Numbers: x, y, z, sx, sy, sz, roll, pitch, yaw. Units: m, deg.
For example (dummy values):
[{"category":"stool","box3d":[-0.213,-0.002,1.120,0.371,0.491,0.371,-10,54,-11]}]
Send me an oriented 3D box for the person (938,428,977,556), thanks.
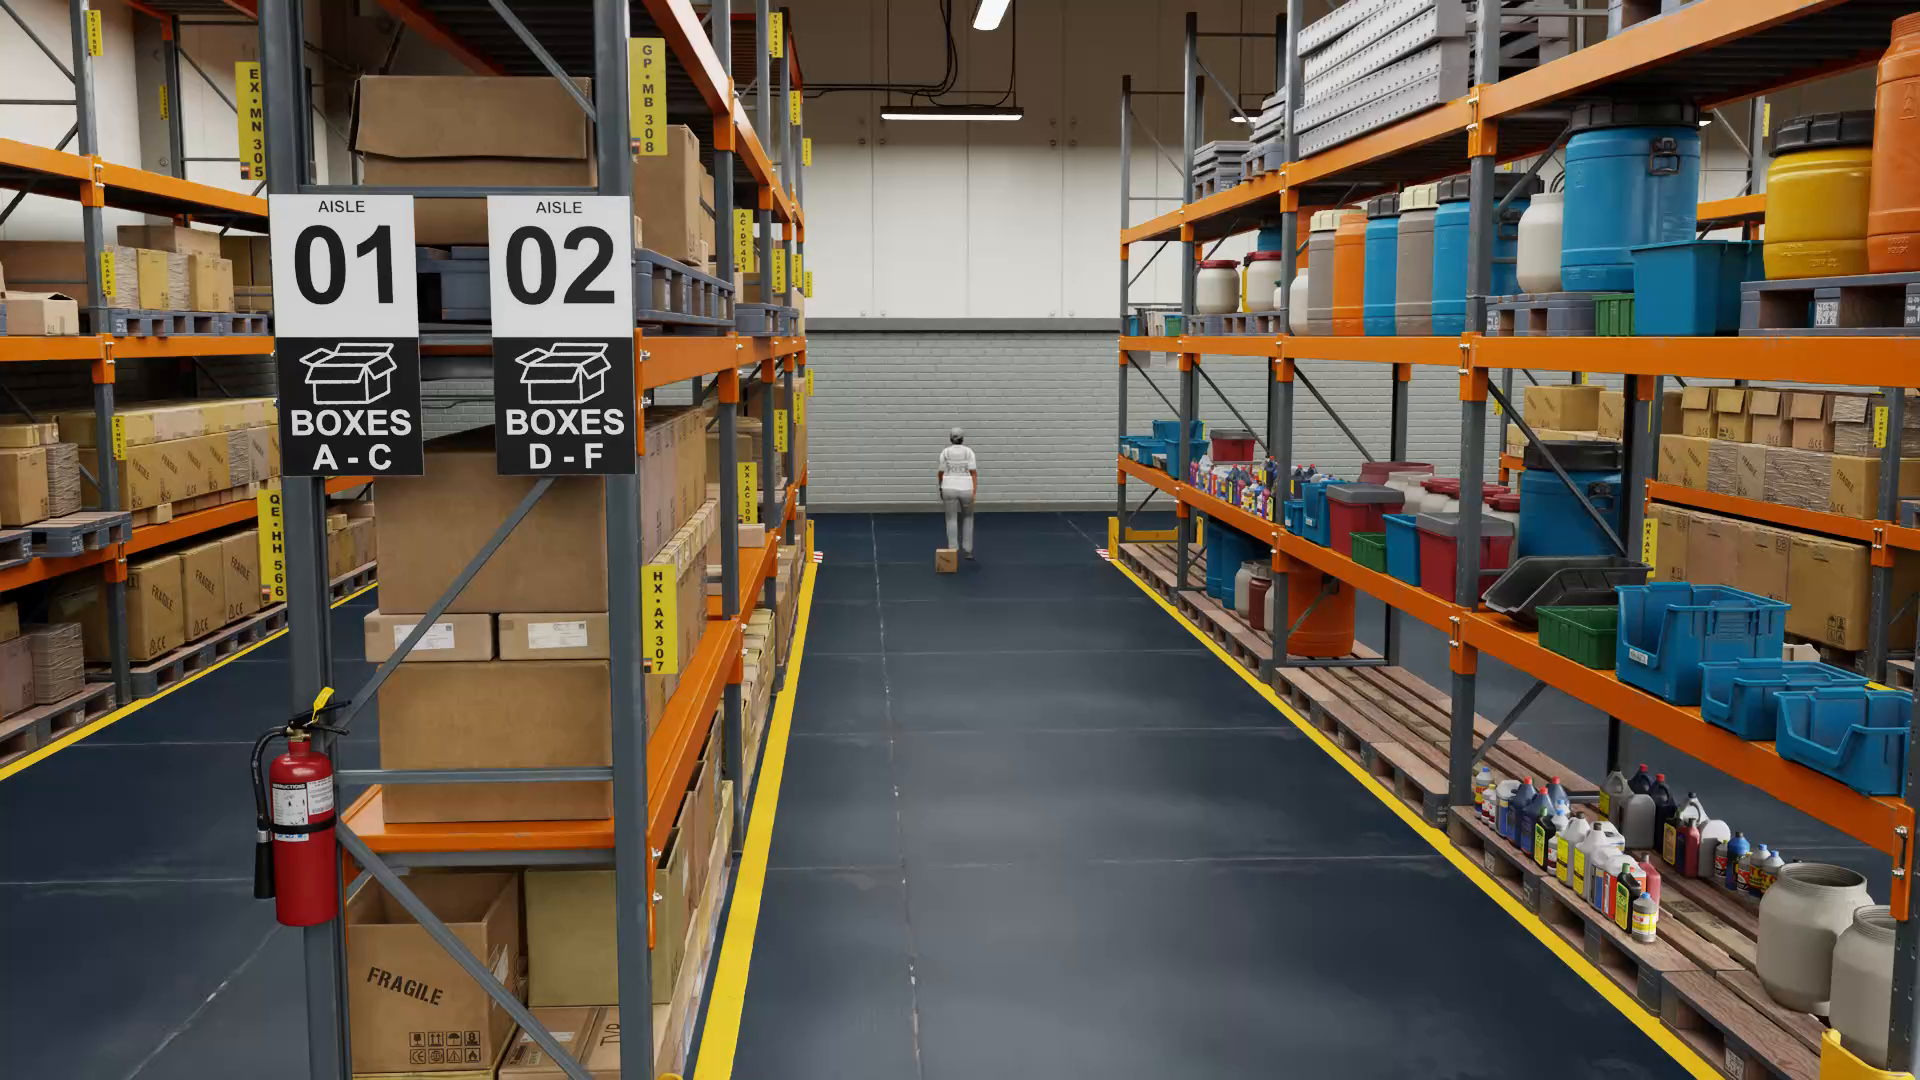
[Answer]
[{"category":"person","box3d":[-0.034,-0.571,21.038,0.491,1.709,0.730,0,7,-3]}]
